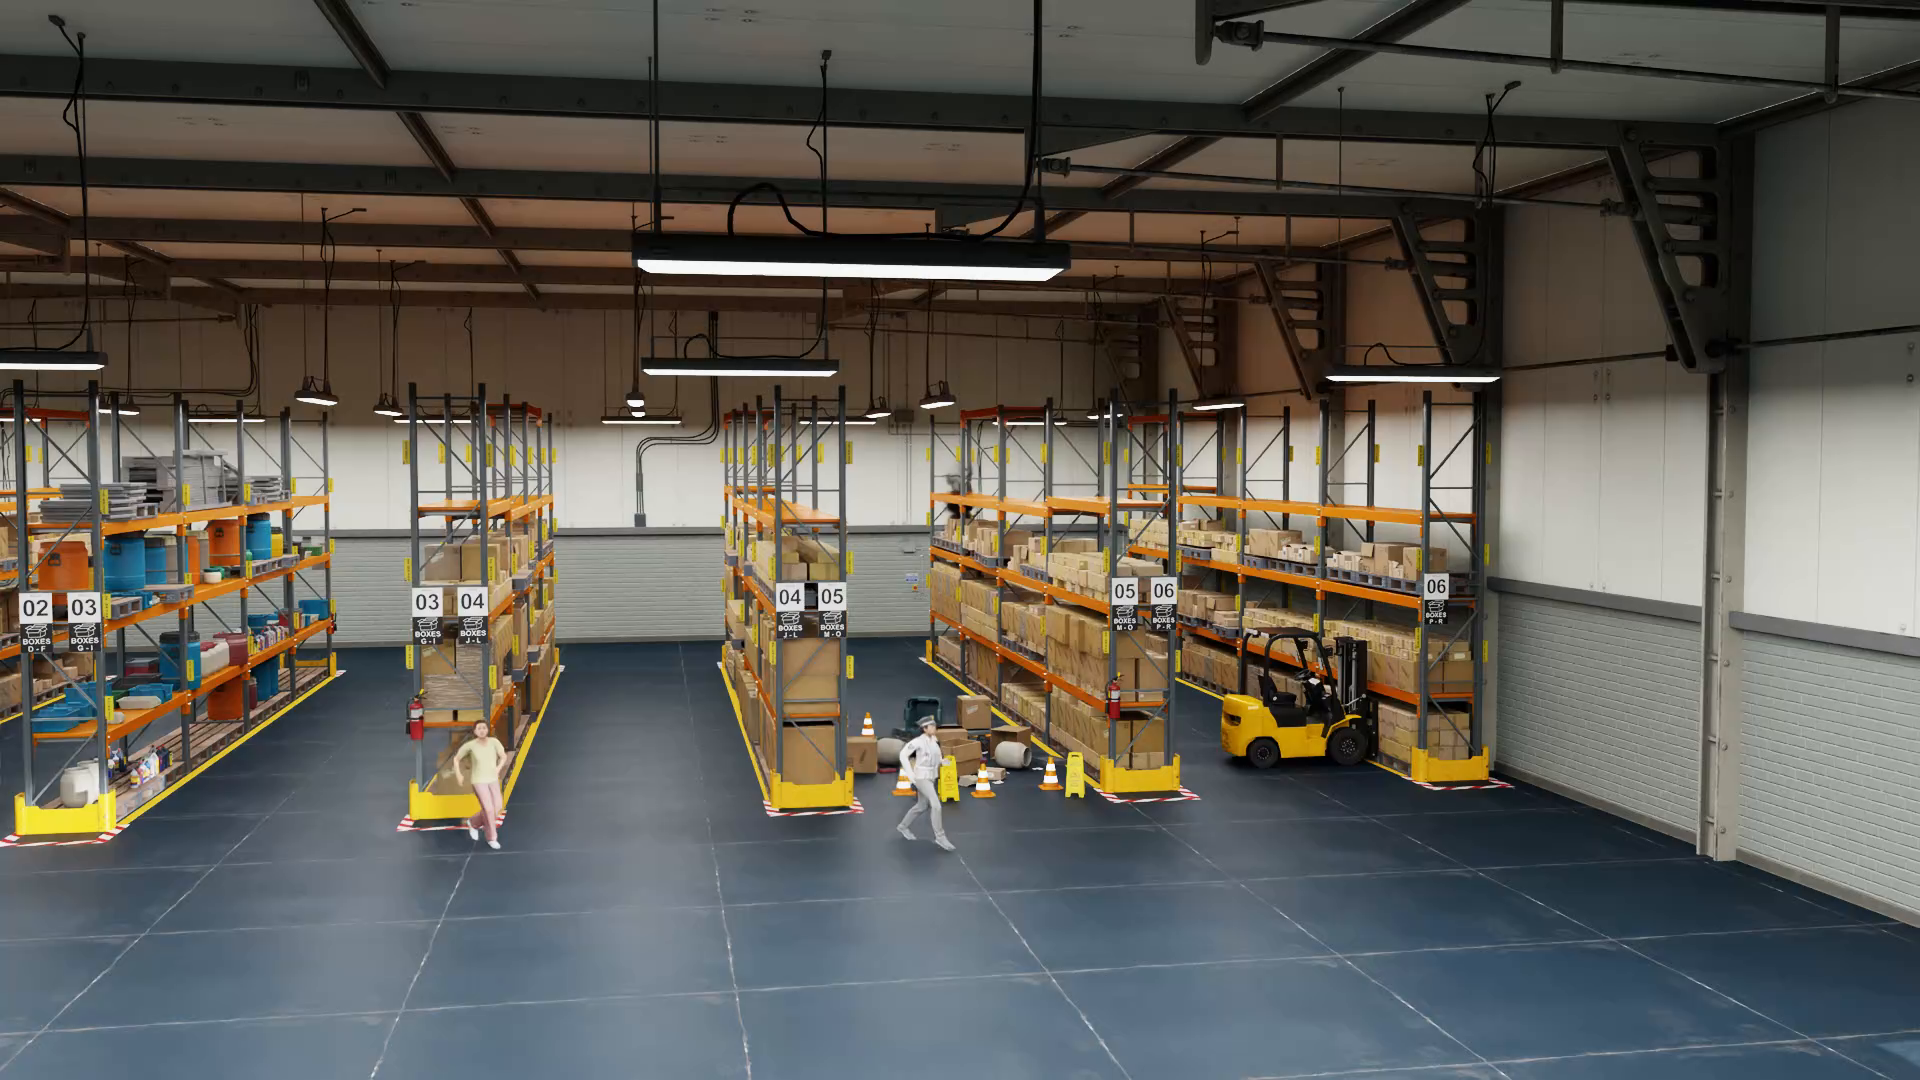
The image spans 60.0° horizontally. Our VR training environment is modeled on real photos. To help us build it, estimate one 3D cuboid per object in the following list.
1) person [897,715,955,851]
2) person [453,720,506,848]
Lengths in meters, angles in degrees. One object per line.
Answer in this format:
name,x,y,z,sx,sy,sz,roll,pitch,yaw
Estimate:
person,-0.444,3.075,21.274,0.902,1.693,0.630,2,3,28
person,-6.132,3.122,21.324,0.675,1.648,0.539,-3,4,-42
